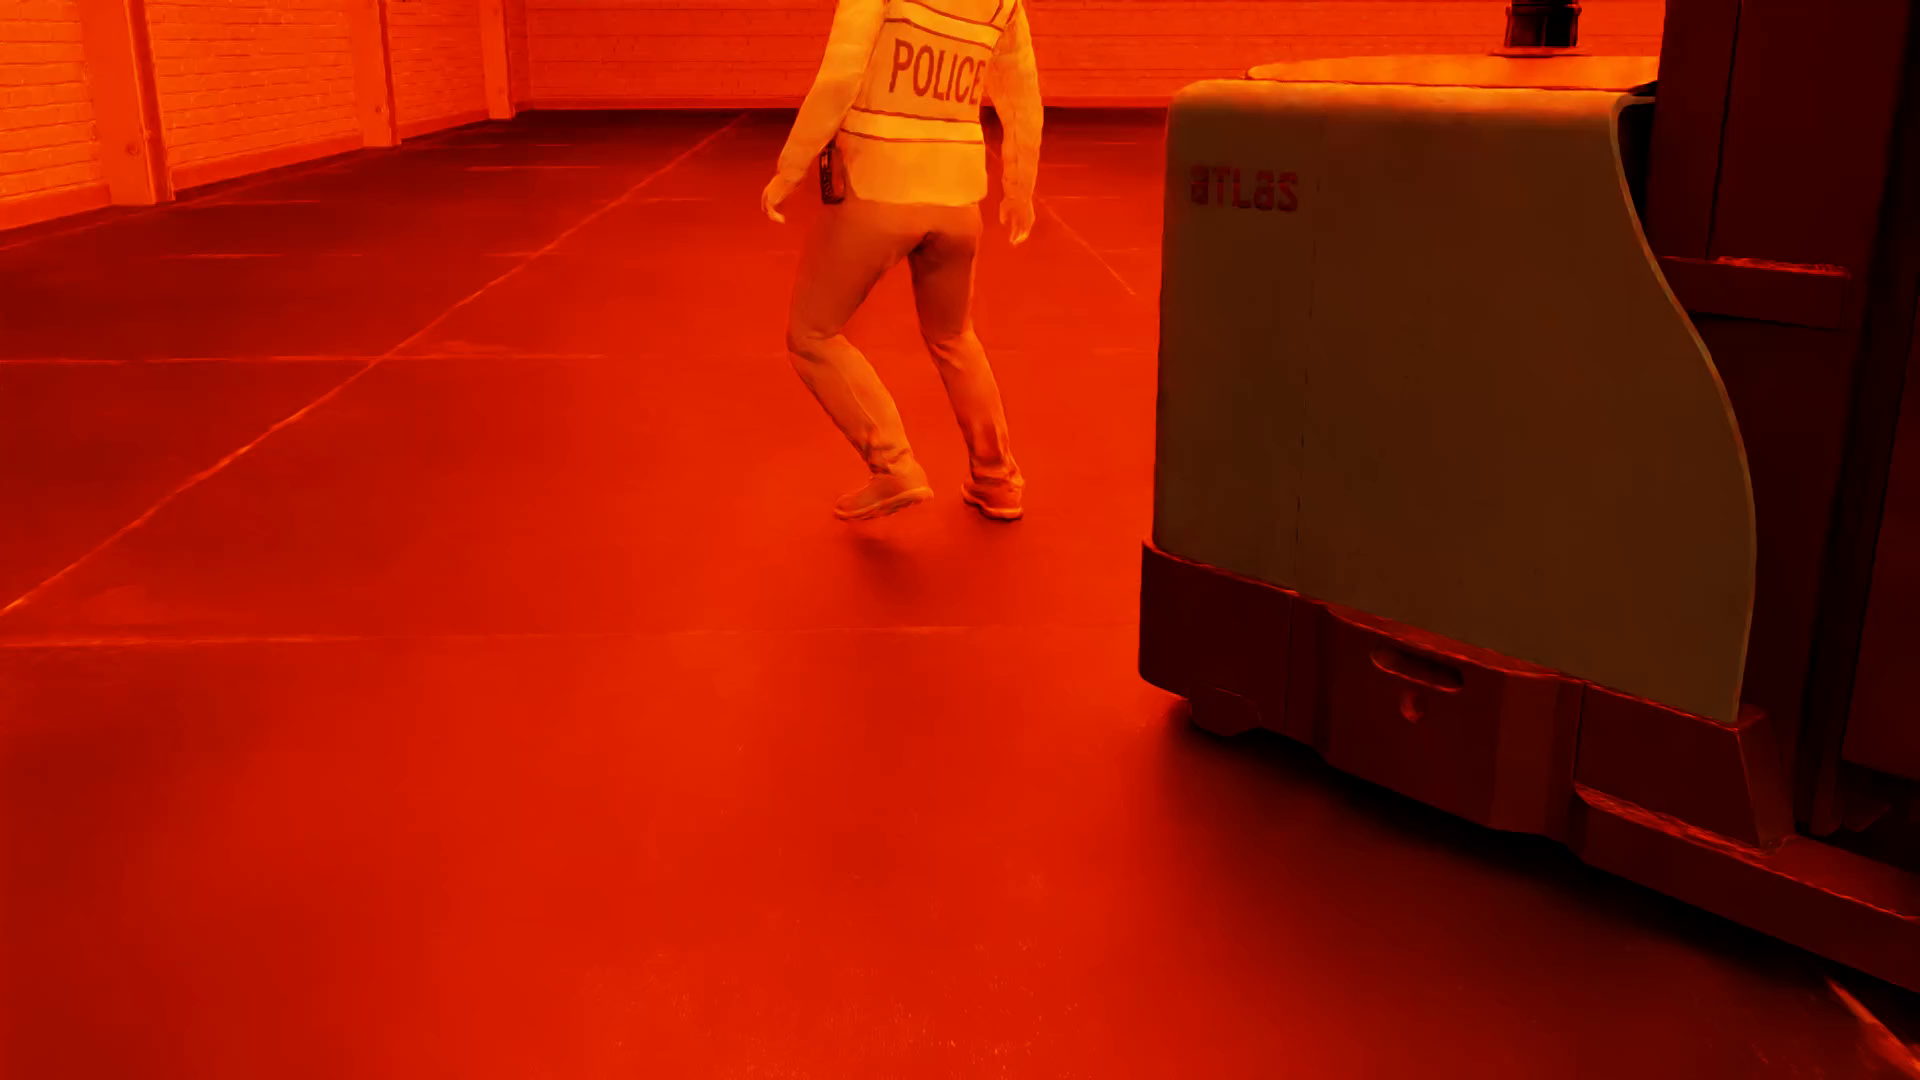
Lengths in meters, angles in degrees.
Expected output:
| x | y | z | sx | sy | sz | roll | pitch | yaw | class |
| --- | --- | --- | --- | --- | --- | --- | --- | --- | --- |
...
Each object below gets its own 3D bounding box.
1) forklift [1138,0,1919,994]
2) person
| x | y | z | sx | sy | sz | roll | pitch | yaw | class |
| --- | --- | --- | --- | --- | --- | --- | --- | --- | --- |
| 1.654 | -0.869 | 1.747 | 1.130 | 2.935 | 3.031 | -14 | 22 | -39 | forklift |
| -0.084 | -0.796 | 3.815 | 0.740 | 1.578 | 0.429 | -11 | 20 | -32 | person |
